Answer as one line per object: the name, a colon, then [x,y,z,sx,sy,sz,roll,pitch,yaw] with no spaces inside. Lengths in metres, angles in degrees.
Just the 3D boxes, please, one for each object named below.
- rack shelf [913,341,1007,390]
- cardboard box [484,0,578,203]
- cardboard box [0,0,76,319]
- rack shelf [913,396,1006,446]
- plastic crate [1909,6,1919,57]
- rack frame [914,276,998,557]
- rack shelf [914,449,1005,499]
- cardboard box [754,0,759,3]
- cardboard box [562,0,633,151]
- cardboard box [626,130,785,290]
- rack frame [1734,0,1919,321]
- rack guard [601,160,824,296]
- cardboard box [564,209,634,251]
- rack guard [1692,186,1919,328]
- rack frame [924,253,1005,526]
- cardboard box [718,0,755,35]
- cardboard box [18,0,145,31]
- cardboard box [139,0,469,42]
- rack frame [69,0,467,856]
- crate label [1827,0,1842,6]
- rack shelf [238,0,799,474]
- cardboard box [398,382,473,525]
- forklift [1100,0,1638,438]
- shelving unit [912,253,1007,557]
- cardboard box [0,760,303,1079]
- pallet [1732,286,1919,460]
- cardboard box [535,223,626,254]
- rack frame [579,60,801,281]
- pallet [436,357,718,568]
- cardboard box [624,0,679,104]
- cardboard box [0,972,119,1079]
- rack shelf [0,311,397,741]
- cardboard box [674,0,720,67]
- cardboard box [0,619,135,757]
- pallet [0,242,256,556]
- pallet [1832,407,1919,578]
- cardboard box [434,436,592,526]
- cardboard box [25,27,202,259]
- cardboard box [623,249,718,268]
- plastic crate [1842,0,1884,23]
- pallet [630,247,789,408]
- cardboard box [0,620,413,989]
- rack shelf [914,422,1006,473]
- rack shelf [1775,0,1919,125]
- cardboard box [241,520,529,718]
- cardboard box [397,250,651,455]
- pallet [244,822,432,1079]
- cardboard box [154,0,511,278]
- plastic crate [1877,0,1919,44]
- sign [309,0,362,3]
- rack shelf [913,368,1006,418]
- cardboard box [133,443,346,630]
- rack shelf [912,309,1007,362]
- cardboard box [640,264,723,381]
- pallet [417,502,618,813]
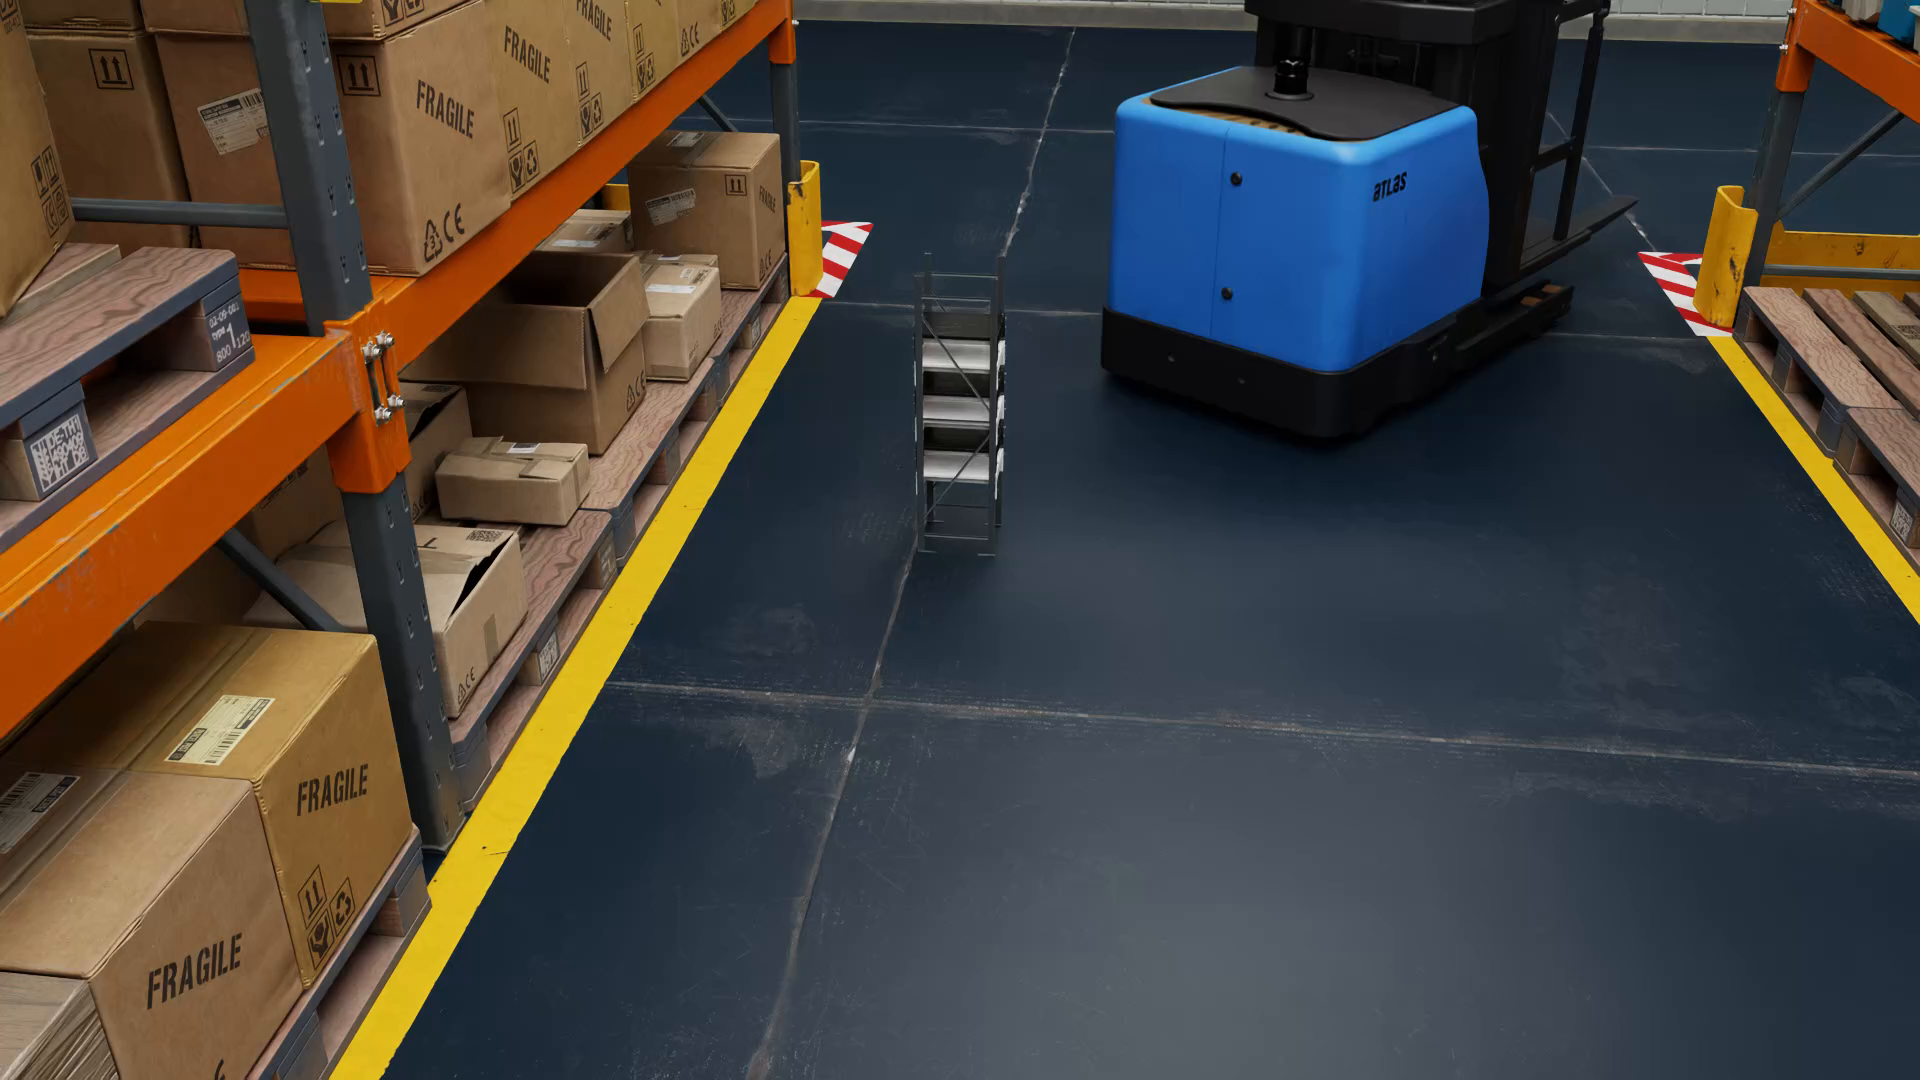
rack shelf: [0.001,-0.529,4.974,0.258,0.077,0.200,3,28,6]
cardboard box: [-1.295,-1.152,4.120,0.500,0.500,0.500,4,29,7]
cardboard box: [-1.967,-0.662,2.767,0.700,0.500,0.500,-6,29,-11]
rack shelf: [0.001,-0.371,5.059,0.258,0.077,0.200,3,28,6]
plastic crate: [3.157,-1.584,5.242,0.250,0.136,0.298,3,28,6]
rack frame: [-0.011,-0.352,4.955,0.240,0.900,0.006,3,28,6]
rack shelf: [0.001,-0.212,5.145,0.258,0.077,0.200,3,28,6]
cardboard box: [-0.982,-2.343,6.331,0.500,0.500,0.500,4,29,8]
cardboard box: [-1.231,-1.387,4.557,0.500,0.500,0.500,3,28,6]
cardboard box: [-1.019,-1.349,6.762,0.500,0.500,0.500,3,28,6]
rack frame: [3.718,-2.236,6.238,1.000,3.000,0.127,3,28,6]
rack guard: [-1.207,-1.389,7.302,1.175,0.500,0.348,3,28,6]
cardboard box: [-1.590,-1.287,7.018,0.380,0.149,0.250,3,28,6]
rack guard: [3.708,-1.148,6.853,1.175,0.500,0.348,3,28,6]
rack frame: [0.013,-0.448,5.132,0.240,0.900,0.006,3,28,6]
cardboard box: [-1.042,-2.099,5.877,0.500,0.500,0.500,4,29,7]
cardboard box: [-1.882,-1.380,3.489,0.500,0.500,0.500,3,29,6]
cardboard box: [-1.350,-1.332,3.401,0.500,0.500,0.500,4,29,8]
rack frame: [-1.687,-0.643,3.280,1.000,3.000,0.127,3,28,6]
crate label: [3.361,-2.092,6.083,0.416,0.233,0.303,3,28,6]
rack shelf: [-1.442,-1.267,5.199,1.077,0.370,4.000,3,28,6]
cardboard box: [-1.807,-0.290,4.998,0.500,0.311,0.500,3,28,6]
forklift: [1.895,-2.259,6.353,1.130,2.935,3.031,23,36,36]
shelving unit: [0.001,-0.400,5.044,0.258,0.900,0.210,3,28,6]
cardboard box: [-1.532,0.745,2.876,0.500,0.500,0.500,3,29,6]
pallet: [3.579,-0.622,6.183,1.003,0.211,1.213,3,28,6]
cardboard box: [-1.607,-1.034,6.442,0.500,0.250,0.500,3,28,6]
rack frame: [-1.197,-2.526,6.775,1.000,3.000,0.127,3,28,6]
pallet: [-1.455,-0.314,5.611,1.003,0.211,1.213,3,28,6]
cardboard box: [-1.171,-1.627,5.002,0.500,0.500,0.500,3,28,5]
cardboard box: [-1.594,0.981,2.438,0.500,0.500,0.500,4,29,7]
rack shelf: [-1.932,0.615,1.704,1.077,0.370,4.000,3,28,6]
cardboard box: [-1.109,-1.864,5.442,0.500,0.500,0.500,4,29,7]
cardboard box: [-1.988,0.478,3.373,0.500,0.500,0.500,2,28,4]
pallet: [-1.894,-0.188,2.640,1.003,0.211,1.213,3,28,6]
pallet: [3.427,-0.050,5.120,1.003,0.211,1.213,3,28,6]
cardboard box: [-1.325,-0.182,4.948,0.380,0.166,0.250,3,28,6]
cardboard box: [-1.881,-0.937,3.721,0.500,0.500,0.500,4,29,7]
cardboard box: [-1.158,-1.016,6.497,0.380,0.166,0.250,3,28,6]
plastic crate: [3.240,-1.903,5.835,0.250,0.136,0.298,3,28,6]
pallet: [-1.303,-0.887,6.674,1.003,0.211,1.213,3,28,6]
cardboard box: [-1.463,0.513,3.307,0.500,0.500,0.500,3,28,6]
rack shelf: [0.001,-0.291,5.102,0.258,0.077,0.200,3,28,6]
rack shelf: [3.473,-0.978,4.661,1.077,0.370,4.000,3,28,6]
cardboard box: [-1.421,0.162,4.157,0.500,0.311,0.500,3,28,6]
cardboard box: [-1.462,-0.622,5.410,0.797,0.503,0.637,3,28,6]
pallet: [-1.749,0.970,3.227,1.003,0.211,1.213,3,28,6]
cardboard box: [-1.354,-0.911,3.673,0.500,0.500,0.500,4,29,8]
plastic crate: [3.281,-1.782,5.508,0.416,0.233,0.300,3,28,6]
sign: [-1.136,-1.122,2.949,0.100,0.325,0.005,3,28,6]
rack shelf: [0.001,-0.450,5.017,0.258,0.077,0.200,3,28,6]
cardboard box: [-1.899,-0.021,4.297,0.500,0.500,0.500,3,28,6]
rack shelf: [0.001,-0.608,4.931,0.258,0.077,0.200,3,28,6]
cardboard box: [-1.166,-0.793,5.995,0.500,0.250,0.500,3,28,6]
pallet: [-1.602,0.262,4.542,1.003,0.211,1.213,3,28,6]
